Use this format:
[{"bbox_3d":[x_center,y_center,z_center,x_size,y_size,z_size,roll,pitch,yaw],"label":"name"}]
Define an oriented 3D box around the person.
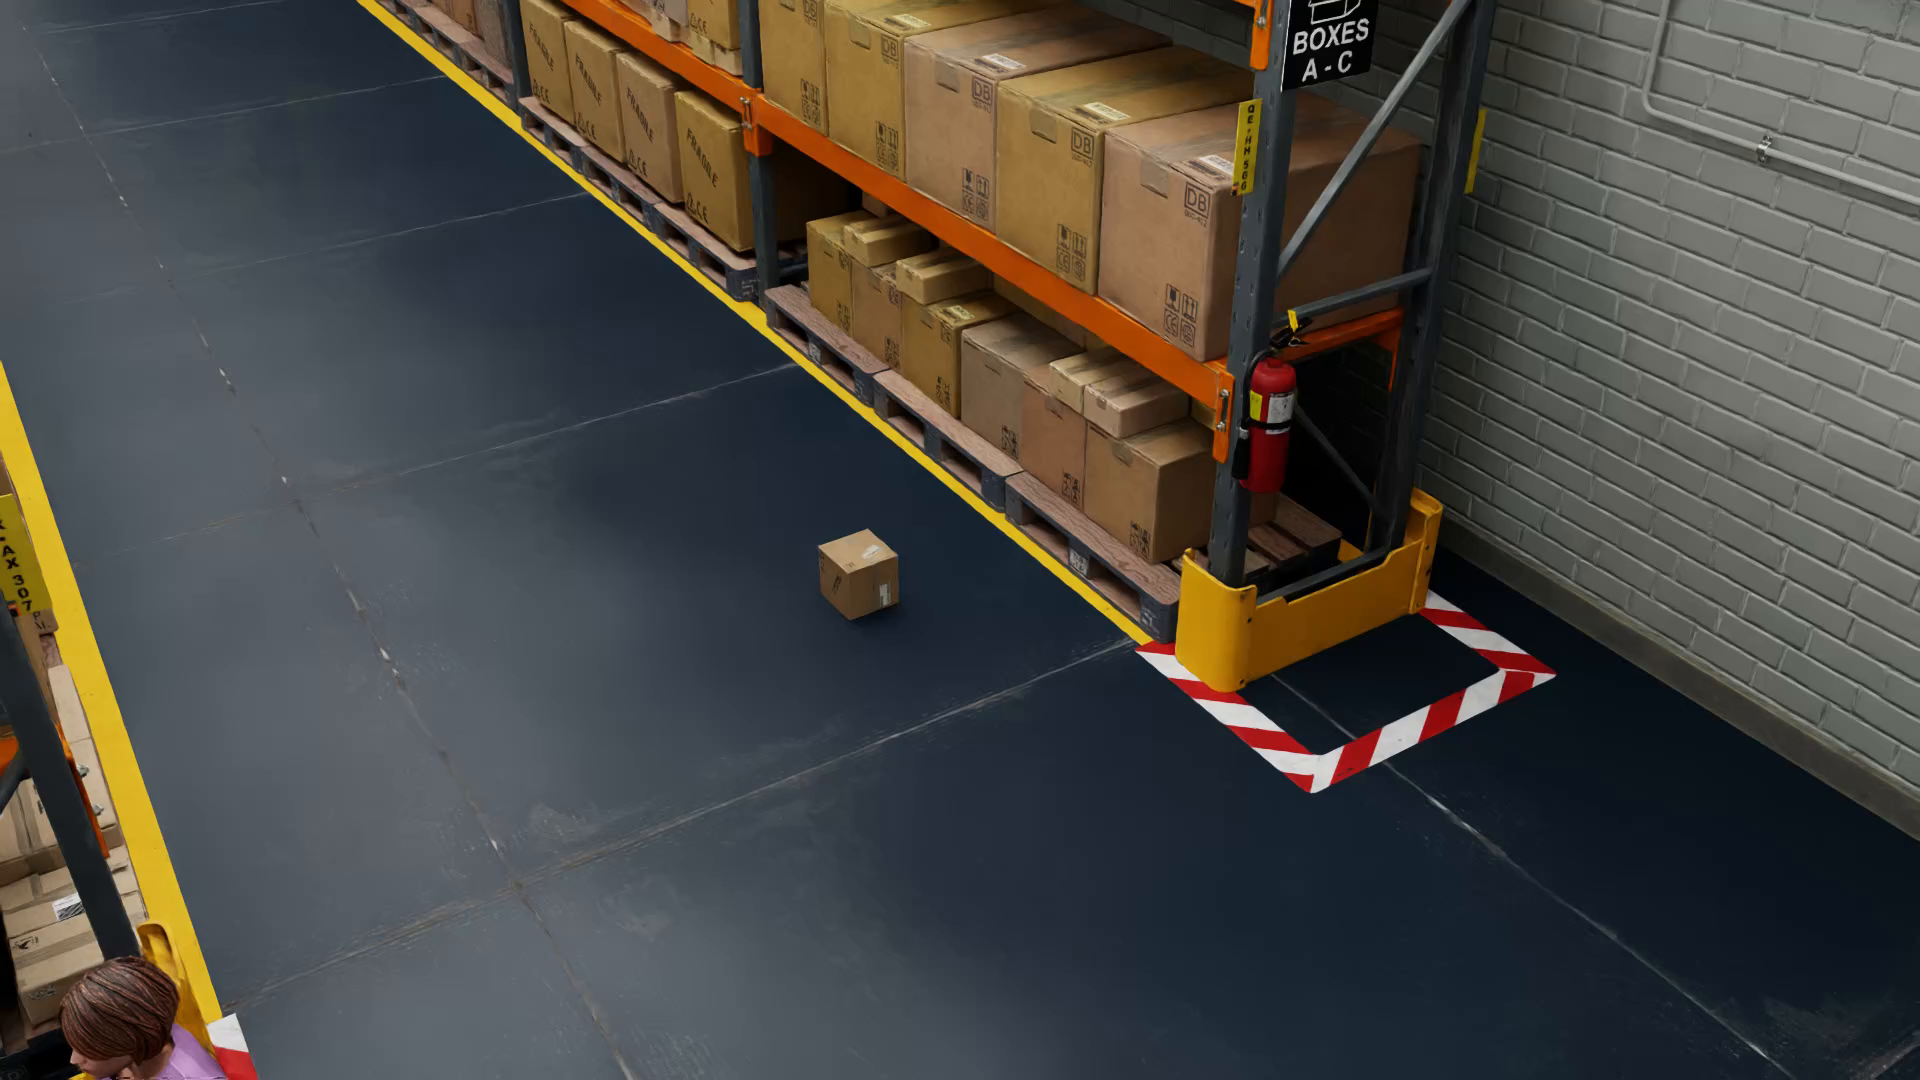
[{"bbox_3d":[-1.724,1.578,3.731,0.471,1.602,0.764,21,39,29],"label":"person"}]
